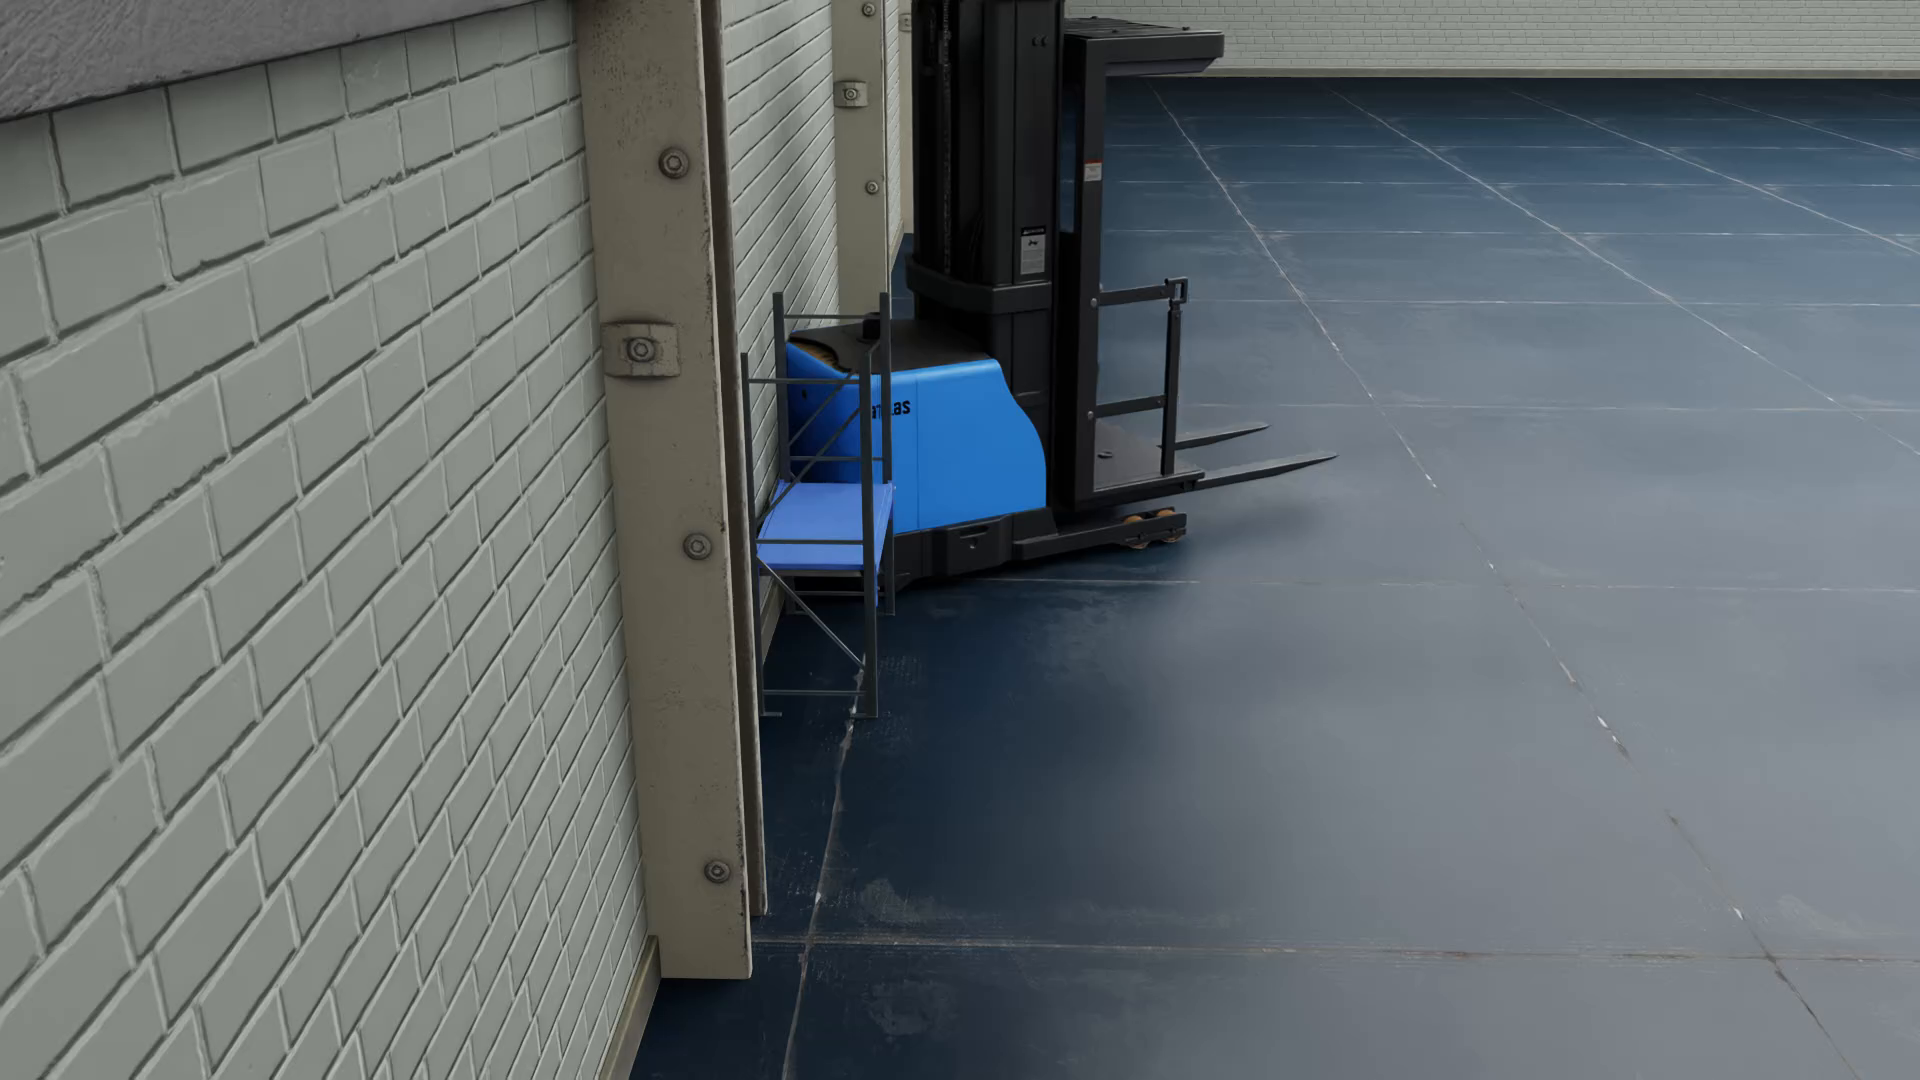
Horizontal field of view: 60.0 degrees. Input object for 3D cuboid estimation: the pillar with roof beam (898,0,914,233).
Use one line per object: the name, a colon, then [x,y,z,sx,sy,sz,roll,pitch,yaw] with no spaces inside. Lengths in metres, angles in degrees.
pillar with roof beam: [3.878,-7.220,14.697,9.100,9.000,0.400,1,21,2]

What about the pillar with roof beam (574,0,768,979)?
pillar with roof beam: [3.513,-2.881,3.515,9.100,9.000,0.400,1,21,2]

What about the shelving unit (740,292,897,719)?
shelving unit: [-0.566,-0.173,6.901,0.538,1.500,1.048,1,21,2]

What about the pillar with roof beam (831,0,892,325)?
pillar with roof beam: [3.696,-5.051,9.106,9.100,9.000,0.400,1,21,2]

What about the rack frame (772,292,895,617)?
rack frame: [-0.551,-0.357,7.375,0.500,1.500,0.032,1,21,2]

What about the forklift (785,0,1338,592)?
forklift: [0.581,-1.477,8.283,3.031,2.935,1.130,-11,24,-26]

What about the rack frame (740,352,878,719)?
rack frame: [-0.581,0.011,6.428,0.500,1.500,0.032,1,21,2]

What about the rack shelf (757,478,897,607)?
rack shelf: [-0.566,-0.005,6.967,0.538,0.185,1.000,1,21,2]
